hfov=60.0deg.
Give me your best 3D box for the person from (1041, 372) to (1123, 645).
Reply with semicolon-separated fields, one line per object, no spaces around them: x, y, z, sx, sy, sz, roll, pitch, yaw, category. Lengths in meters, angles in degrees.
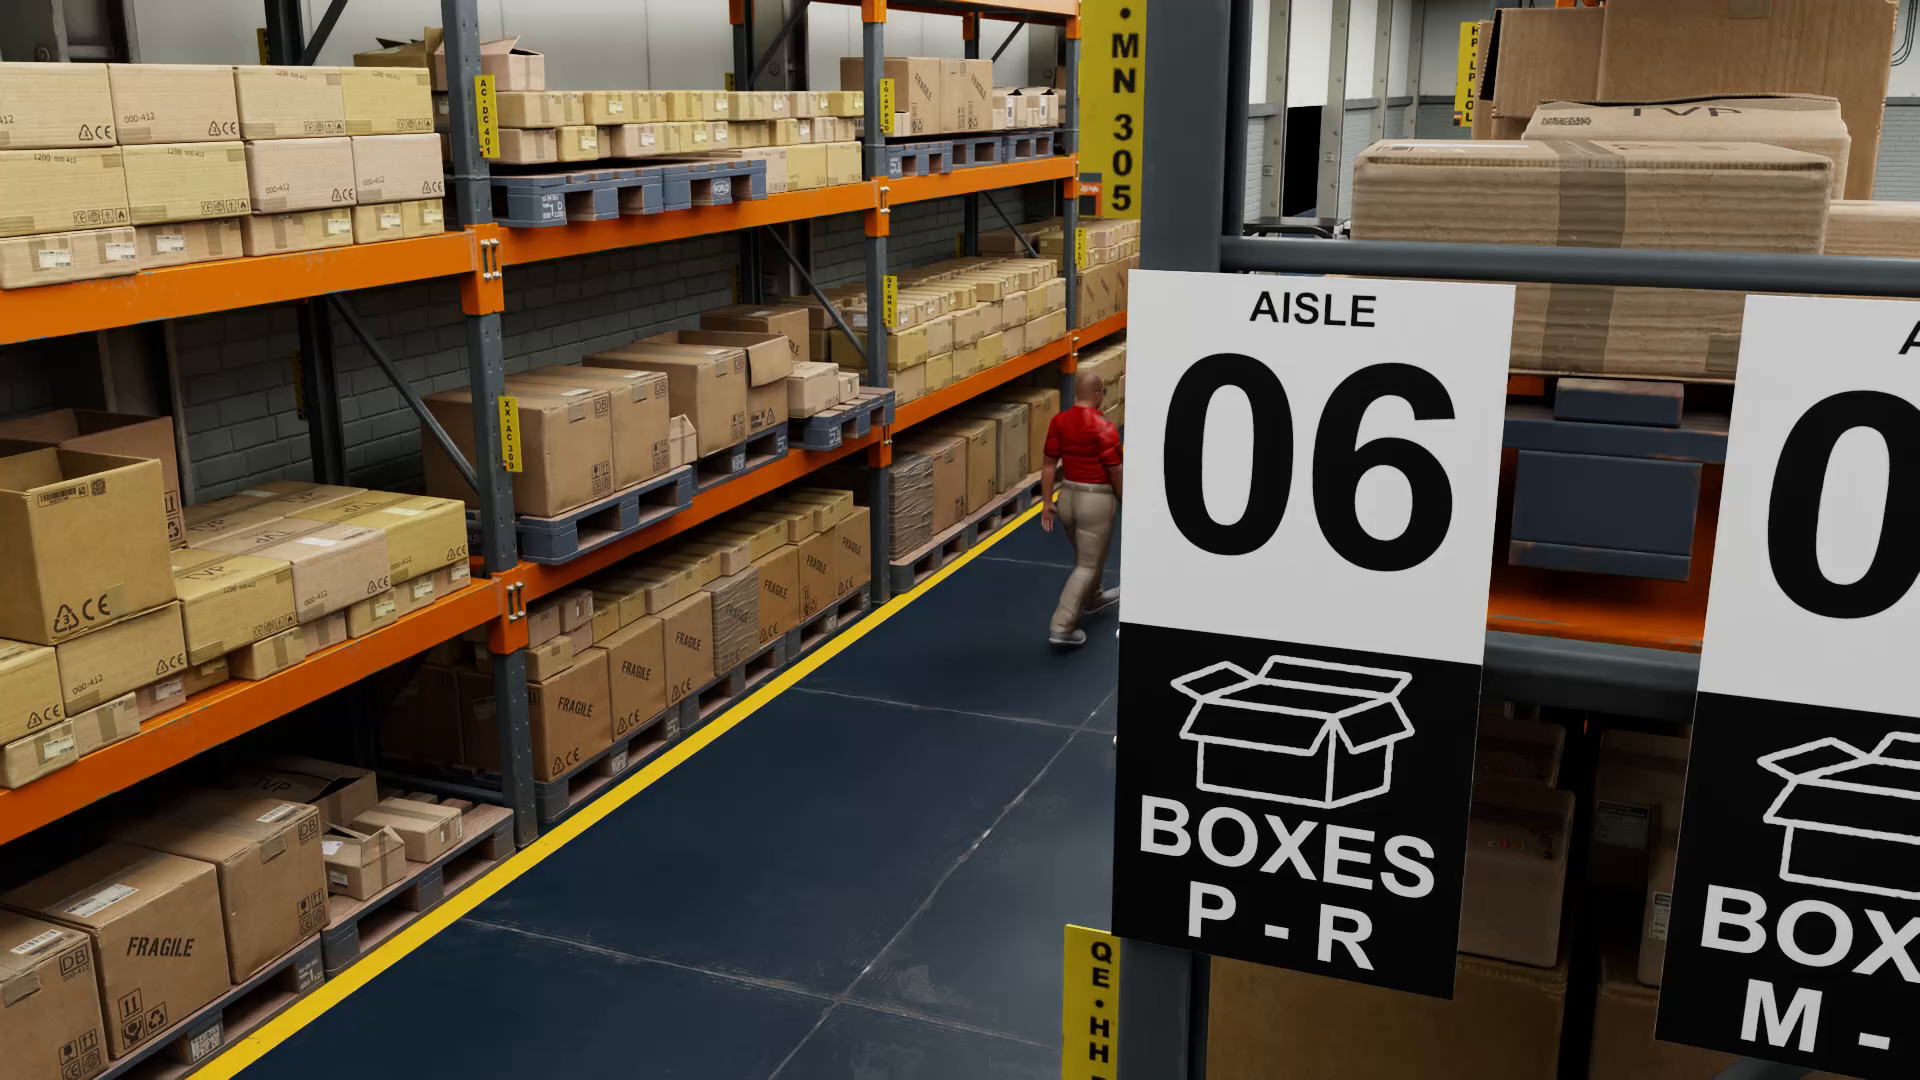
0.832;-0.191;10.430;0.967;1.577;0.590;-12;19;-36;person
